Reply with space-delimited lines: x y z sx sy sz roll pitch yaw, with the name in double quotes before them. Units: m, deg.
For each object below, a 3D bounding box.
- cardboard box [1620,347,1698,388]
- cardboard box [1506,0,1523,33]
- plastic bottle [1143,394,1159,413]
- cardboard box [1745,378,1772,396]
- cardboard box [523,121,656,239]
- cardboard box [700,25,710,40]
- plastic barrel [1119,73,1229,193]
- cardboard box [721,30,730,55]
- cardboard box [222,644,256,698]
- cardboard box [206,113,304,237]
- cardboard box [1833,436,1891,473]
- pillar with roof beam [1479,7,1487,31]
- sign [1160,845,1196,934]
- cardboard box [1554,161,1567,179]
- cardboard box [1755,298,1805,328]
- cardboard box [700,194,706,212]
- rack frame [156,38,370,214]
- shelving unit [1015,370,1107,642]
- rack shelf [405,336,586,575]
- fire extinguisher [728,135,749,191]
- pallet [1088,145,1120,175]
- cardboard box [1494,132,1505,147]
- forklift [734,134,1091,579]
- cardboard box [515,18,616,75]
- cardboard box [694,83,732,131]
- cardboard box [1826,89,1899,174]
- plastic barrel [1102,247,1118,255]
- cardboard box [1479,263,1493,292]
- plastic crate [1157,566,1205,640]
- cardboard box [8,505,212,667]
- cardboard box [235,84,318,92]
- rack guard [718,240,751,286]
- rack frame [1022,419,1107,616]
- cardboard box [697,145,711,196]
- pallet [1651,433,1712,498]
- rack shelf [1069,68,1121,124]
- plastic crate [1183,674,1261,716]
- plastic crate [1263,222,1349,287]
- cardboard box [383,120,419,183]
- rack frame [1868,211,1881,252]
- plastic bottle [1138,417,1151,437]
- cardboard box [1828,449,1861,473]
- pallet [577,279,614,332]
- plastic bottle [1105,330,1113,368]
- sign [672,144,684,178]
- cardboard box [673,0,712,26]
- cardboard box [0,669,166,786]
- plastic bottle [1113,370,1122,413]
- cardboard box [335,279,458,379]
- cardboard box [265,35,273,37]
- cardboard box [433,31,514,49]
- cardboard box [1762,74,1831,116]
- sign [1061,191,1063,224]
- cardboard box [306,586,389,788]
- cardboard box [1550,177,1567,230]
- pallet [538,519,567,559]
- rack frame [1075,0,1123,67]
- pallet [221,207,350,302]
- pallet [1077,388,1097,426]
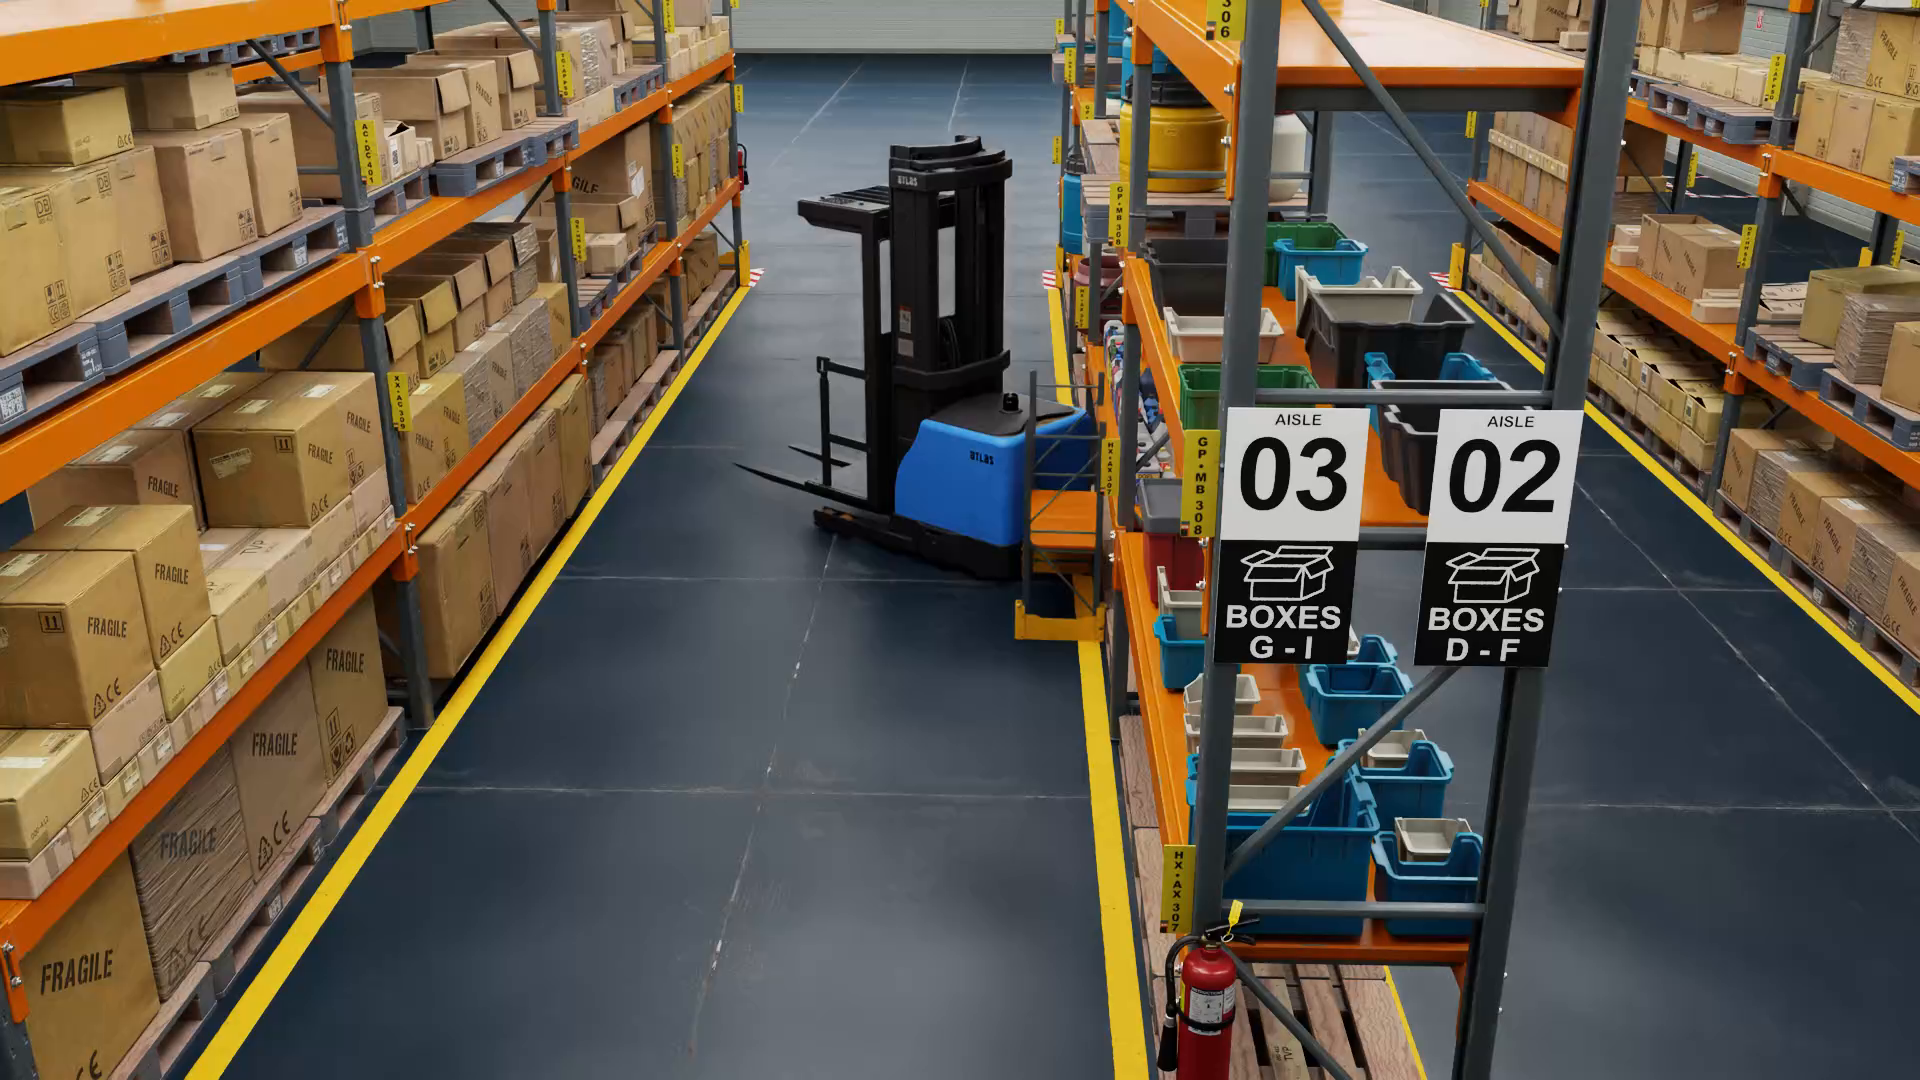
"cardboard box" 6.252 -1.567 14.866 0.500 0.311 0.500 1 21 3
"cardboard box" 6.659 -6.040 18.886 0.797 0.503 0.637 2 21 5
"plastic bottle" 1.216 -0.796 10.611 0.097 0.271 0.097 0 21 0
"cardboard box" 6.754 -1.199 13.918 0.500 0.311 0.500 0 21 0
"cardboard box" -3.507 -3.394 15.720 1.000 1.000 1.000 1 21 2
"cardboard box" -2.965 -5.591 18.301 0.380 0.149 0.250 0 21 -1
"plastic barrel" 1.189 -2.272 9.249 0.600 0.588 0.600 0 21 0
"cardboard box" -2.982 -5.802 19.396 0.500 0.250 0.500 1 21 3
"cardboard box" -3.322 0.571 7.259 0.380 0.149 0.250 0 21 0
"cardboard box" -3.550 -1.716 7.800 0.700 0.500 0.500 -1 21 -2
"cardboard box" 6.646 -0.676 11.935 0.500 0.250 0.500 1 21 4
"pillar with roof beam" 8.902 -15.746 40.671 9.100 9.000 0.400 1 21 2
"sign" 0.692 1.113 5.289 0.100 0.325 0.005 1 21 2
"cardboard box" 6.375 -3.823 17.200 0.380 0.149 0.250 1 21 2
"cardboard box" 6.492 -1.737 12.983 0.500 0.311 0.500 2 21 5
"cardboard box" -3.003 -3.704 18.276 0.380 0.149 0.250 1 21 2
"rack frame" -3.586 -3.109 8.101 1.000 3.000 0.127 1 21 2
"shelving unit" 0.689 -0.243 11.034 0.587 1.500 1.083 2 23 4
"rack shelf" -3.525 -0.700 11.180 1.077 0.370 4.000 1 21 2
"fire extinguisher" -2.757 -4.651 20.476 0.296 0.674 0.183 1 21 2
"pallet" 1.322 -2.262 10.327 1.003 0.211 1.213 1 21 2
"cardboard box" 6.448 -4.654 19.343 0.380 0.149 0.250 0 21 0
"forklift" -0.482 -1.518 12.390 3.031 2.935 1.130 17 27 38
"cardboard box" -3.484 -4.337 14.690 0.797 0.503 0.637 1 21 4
"cardboard box" -2.991 -5.100 19.596 0.500 0.500 0.500 1 21 2
"cardboard box" 6.442 -2.750 11.186 0.910 0.500 0.500 1 21 2
"plastic barrel" 1.304 -2.130 13.717 0.421 0.512 0.421 0 21 0
"cardboard box" 6.430 -3.082 19.546 0.500 0.250 0.500 1 21 2
"plastic crate" 1.134 0.320 7.638 0.437 0.282 0.530 1 21 2
"cardboard box" -3.398 0.177 6.685 0.500 0.500 0.500 0 21 0
"cardboard box" -8.226 -5.181 20.036 0.875 0.550 0.550 1 21 2
"rack guard" -3.224 -3.458 20.749 1.175 0.500 0.348 1 21 2
"rack frame" 0.655 -0.046 10.577 0.500 1.500 0.032 2 23 4
"cardboard box" -3.246 -4.094 18.385 0.875 0.500 0.500 1 21 2
"pallet" 6.501 -0.645 13.899 1.003 0.211 1.213 1 21 2
"rack shelf" 1.669 -4.936 17.952 1.077 0.370 4.000 1 21 2
"plastic crate" 1.084 0.674 6.926 0.298 0.136 0.250 1 21 2
"plastic crate" 1.654 -1.400 8.138 0.450 0.188 0.662 1 21 2
"cardboard box" -3.463 -2.260 9.603 0.500 0.311 0.500 0 21 0
"rack frame" 11.632 -4.487 19.947 1.000 3.000 0.127 1 21 2
"plastic bottle" 1.065 -0.570 9.920 0.144 0.351 0.185 1 21 2
"cardboard box" 6.643 -0.347 12.123 0.500 0.500 0.500 1 21 4
"pallet" -3.549 -1.928 13.615 1.213 0.211 1.003 1 21 2
"plastic bottle" 1.094 -1.378 12.095 0.061 0.283 0.133 1 21 2
"sign" -2.788 -3.739 16.419 0.100 0.325 0.005 1 21 2
"cardboard box" -3.015 -5.904 18.212 0.500 0.500 0.500 1 21 2
"cardboard box" -3.414 0.707 6.356 0.500 0.250 0.500 0 21 1
"plastic bottle" 1.108 -0.991 11.109 0.152 0.276 0.135 1 21 2
"cardboard box" -3.543 -1.305 10.221 0.797 0.503 0.637 1 21 2
"cardboard box" -7.886 -5.682 18.508 0.380 0.149 0.250 1 21 2
"cardboard box" -3.700 -3.611 12.714 0.500 0.500 0.500 1 21 3
"cardboard box" 6.395 -3.337 12.462 0.500 0.250 0.500 -1 21 -2
"sign" 1.058 -3.289 16.476 0.100 0.325 0.005 1 21 2
"cardboard box" -3.686 0.721 8.882 0.875 0.875 0.875 1 21 2
"cardboard box" 6.575 -3.492 17.244 0.700 0.500 0.500 0 21 1
"pallet" -3.564 -0.174 12.685 1.003 0.211 1.213 1 21 2
"rack frame" 1.608 -5.947 15.415 1.000 3.000 0.127 1 21 2
"pallet" -3.622 -1.373 7.897 1.003 0.211 1.213 1 21 2
"pallet" 1.588 -1.123 15.132 1.003 0.211 1.213 1 21 2
